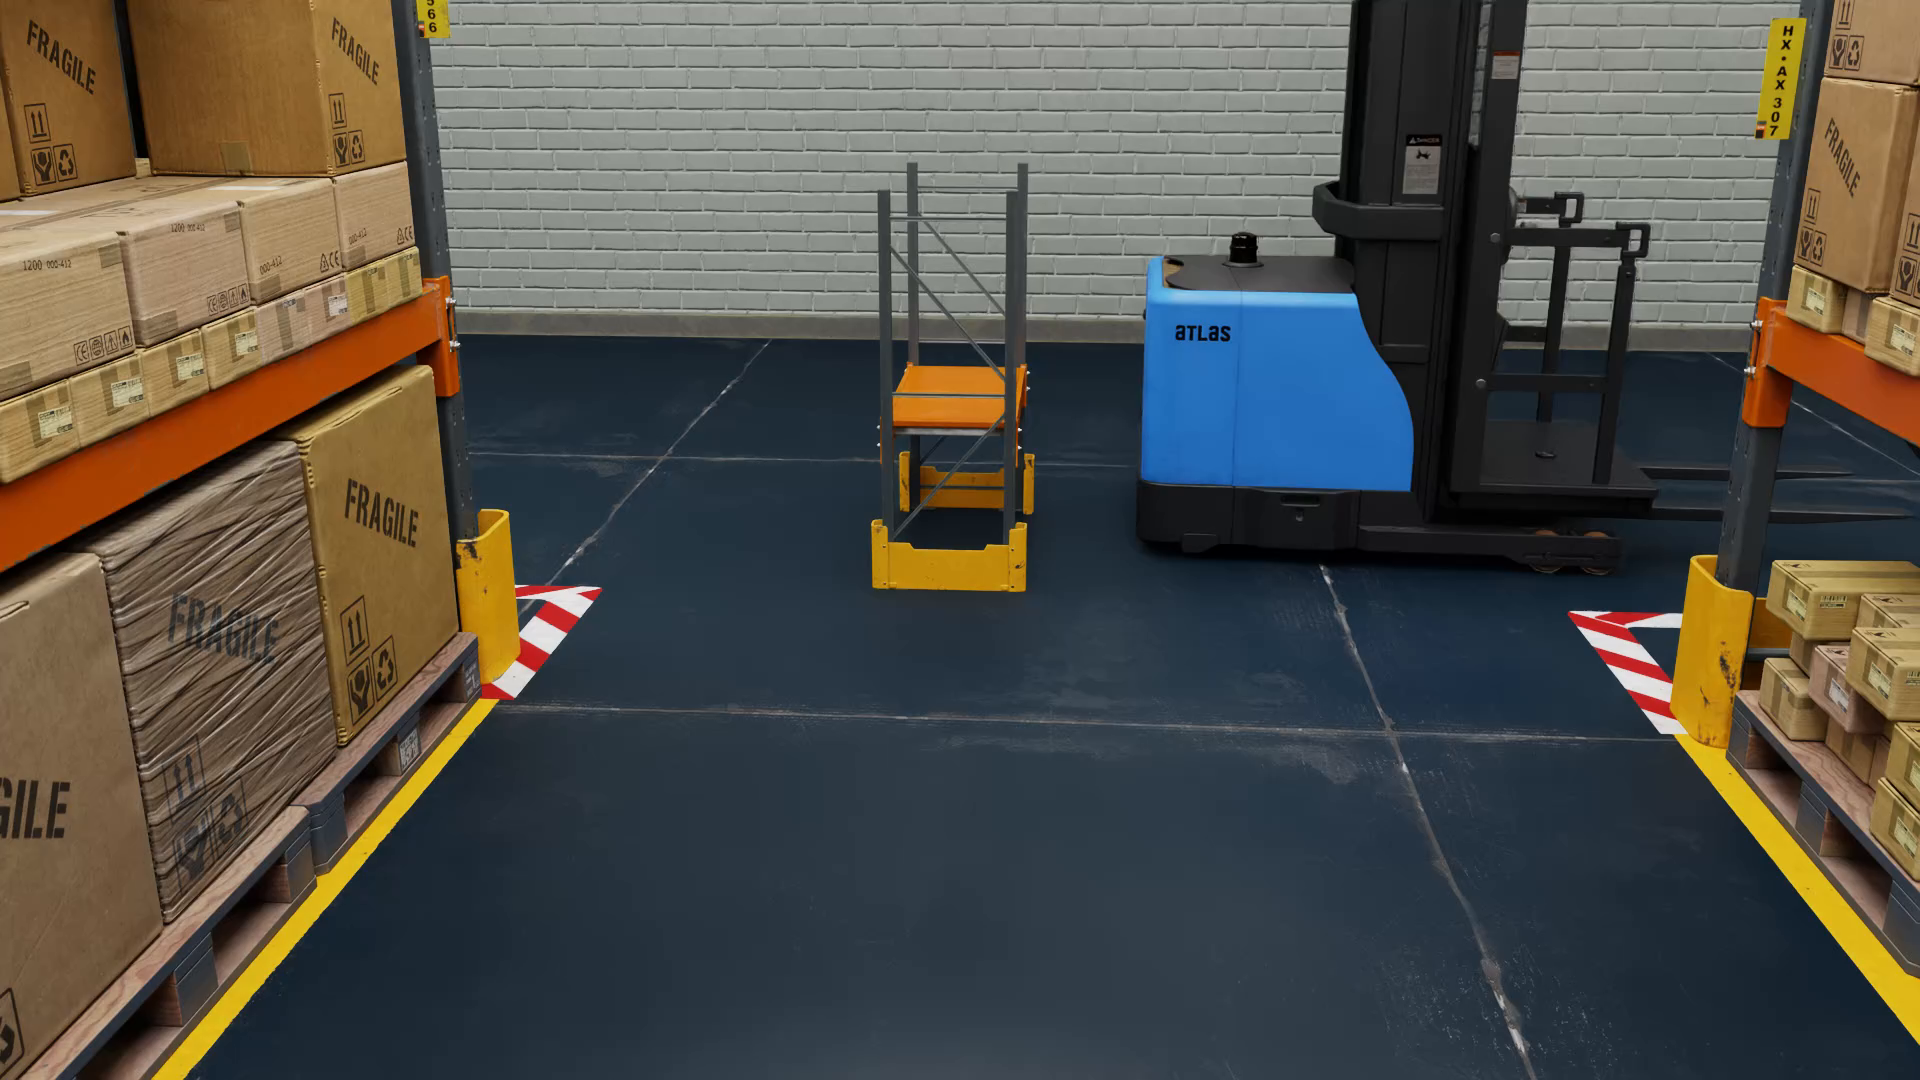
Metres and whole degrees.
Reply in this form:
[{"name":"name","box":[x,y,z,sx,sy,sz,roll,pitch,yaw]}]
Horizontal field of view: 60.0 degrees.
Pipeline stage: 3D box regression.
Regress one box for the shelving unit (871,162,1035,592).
[{"name":"shelving unit","box":[-0.005,-0.689,6.617,0.587,1.500,1.083,1,18,4]}]

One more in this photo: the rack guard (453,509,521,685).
[{"name":"rack guard","box":[-2.105,0.176,5.583,1.175,0.500,0.348,1,18,4]}]

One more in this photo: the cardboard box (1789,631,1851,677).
[{"name":"cardboard box","box":[2.540,0.309,4.590,0.380,0.149,0.250,2,18,6]}]

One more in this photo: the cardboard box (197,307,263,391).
[{"name":"cardboard box","box":[-1.876,-0.450,3.882,0.380,0.149,0.250,1,18,3]}]

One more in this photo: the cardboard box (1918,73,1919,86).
[{"name":"cardboard box","box":[2.507,-1.236,3.633,0.500,0.500,0.500,2,18,6]}]

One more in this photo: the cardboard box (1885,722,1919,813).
[{"name":"cardboard box","box":[2.408,0.548,3.861,0.380,0.149,0.250,2,18,6]}]

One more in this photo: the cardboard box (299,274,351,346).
[{"name":"cardboard box","box":[-1.840,-0.608,4.364,0.380,0.149,0.250,1,18,4]}]

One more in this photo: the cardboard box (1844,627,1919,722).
[{"name":"cardboard box","box":[2.411,0.329,4.050,0.380,0.149,0.250,1,18,4]}]

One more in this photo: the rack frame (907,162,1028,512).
[{"name":"rack frame","box":[0.030,-0.844,7.090,0.500,1.500,0.032,1,18,4]}]

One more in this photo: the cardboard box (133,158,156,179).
[{"name":"cardboard box","box":[-2.410,-0.931,4.711,0.500,0.250,0.500,1,18,2]}]

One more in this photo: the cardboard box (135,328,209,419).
[{"name":"cardboard box","box":[-1.894,-0.369,3.636,0.380,0.149,0.250,1,18,4]}]

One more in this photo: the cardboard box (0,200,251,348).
[{"name":"cardboard box","box":[-1.950,-0.602,3.707,0.500,0.250,0.500,1,18,2]}]

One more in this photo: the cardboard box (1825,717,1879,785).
[{"name":"cardboard box","box":[2.539,0.532,4.387,0.380,0.149,0.250,1,18,4]}]

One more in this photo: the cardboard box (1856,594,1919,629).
[{"name":"cardboard box","box":[2.557,0.254,4.280,0.380,0.149,0.250,2,18,5]}]

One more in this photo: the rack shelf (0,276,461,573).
[{"name":"rack shelf","box":[-2.250,-0.041,3.387,1.077,0.370,4.000,1,18,4]}]

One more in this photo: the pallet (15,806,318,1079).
[{"name":"pallet","box":[-2.176,0.949,3.689,1.003,0.211,1.213,1,18,4]}]

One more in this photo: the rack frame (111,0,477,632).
[{"name":"rack frame","box":[-2.107,-1.004,5.171,1.000,3.000,0.127,1,18,4]}]

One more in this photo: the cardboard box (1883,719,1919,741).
[{"name":"cardboard box","box":[2.534,0.470,4.097,0.380,0.149,0.250,2,18,5]}]

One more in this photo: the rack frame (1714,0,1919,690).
[{"name":"rack frame","box":[2.833,-0.862,4.737,1.000,3.000,0.127,1,18,4]}]

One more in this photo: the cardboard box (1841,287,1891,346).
[{"name":"cardboard box","box":[2.506,-0.570,4.248,0.380,0.149,0.250,2,18,6]}]

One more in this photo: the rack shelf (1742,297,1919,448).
[{"name":"rack shelf","box":[2.690,0.101,2.954,1.077,0.370,4.000,1,18,4]}]

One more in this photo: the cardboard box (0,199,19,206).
[{"name":"cardboard box","box":[-2.481,-0.614,3.742,0.500,0.250,0.500,1,18,2]}]

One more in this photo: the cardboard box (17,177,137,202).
[{"name":"cardboard box","box":[-2.441,-0.770,4.218,0.500,0.250,0.500,1,18,3]}]

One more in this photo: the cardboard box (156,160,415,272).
[{"name":"cardboard box","box":[-1.877,-0.918,4.671,0.500,0.250,0.500,1,18,3]}]

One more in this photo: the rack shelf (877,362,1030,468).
[{"name":"rack shelf","box":[-0.006,-0.515,6.665,0.538,0.185,1.000,1,18,4]}]

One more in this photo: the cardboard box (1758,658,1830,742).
[{"name":"cardboard box","box":[2.476,0.449,4.641,0.380,0.149,0.250,2,18,5]}]

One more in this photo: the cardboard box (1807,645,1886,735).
[{"name":"cardboard box","box":[2.464,0.392,4.335,0.380,0.149,0.250,1,18,4]}]

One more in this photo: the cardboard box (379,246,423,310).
[{"name":"cardboard box","box":[-1.804,-0.767,4.850,0.380,0.149,0.250,2,18,5]}]

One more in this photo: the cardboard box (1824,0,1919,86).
[{"name":"cardboard box","box":[2.536,-1.393,4.112,0.500,0.500,0.500,1,18,4]}]

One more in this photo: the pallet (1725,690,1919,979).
[{"name":"pallet","box":[2.734,0.738,4.332,1.003,0.211,1.213,1,18,4]}]

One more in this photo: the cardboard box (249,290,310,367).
[{"name":"cardboard box","box":[-1.859,-0.530,4.128,0.380,0.149,0.250,2,18,5]}]

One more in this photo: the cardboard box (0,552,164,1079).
[{"name":"cardboard box","box":[-2.202,0.565,3.118,0.875,0.875,0.875,1,18,4]}]

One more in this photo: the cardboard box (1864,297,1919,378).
[{"name":"cardboard box","box":[2.434,-0.487,3.996,0.380,0.149,0.250,1,18,2]}]

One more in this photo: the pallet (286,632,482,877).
[{"name":"pallet","box":[-2.086,0.571,4.842,1.003,0.211,1.213,1,18,4]}]

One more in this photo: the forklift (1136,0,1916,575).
[{"name":"forklift","box":[2.268,-1.431,6.582,3.031,2.935,1.130,2,18,6]}]

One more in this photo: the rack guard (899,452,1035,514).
[{"name":"rack guard","box":[0.030,-0.250,7.284,0.587,0.250,0.087,1,18,4]}]

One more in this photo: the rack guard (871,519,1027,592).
[{"name":"rack guard","box":[-0.041,0.060,6.340,0.587,0.250,0.087,1,18,4]}]

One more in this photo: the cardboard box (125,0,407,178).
[{"name":"cardboard box","box":[-1.879,-1.274,4.551,0.500,0.500,0.500,2,18,5]}]

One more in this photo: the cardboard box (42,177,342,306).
[{"name":"cardboard box","box":[-1.914,-0.760,4.190,0.500,0.250,0.500,1,18,3]}]

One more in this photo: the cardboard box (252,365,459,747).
[{"name":"cardboard box","box":[-2.073,0.006,4.824,0.875,0.875,0.875,1,18,4]}]

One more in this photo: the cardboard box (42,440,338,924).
[{"name":"cardboard box","box":[-2.138,0.289,3.962,0.875,0.875,0.875,1,18,4]}]

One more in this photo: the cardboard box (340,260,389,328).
[{"name":"cardboard box","box":[-1.821,-0.686,4.604,0.380,0.149,0.250,1,18,4]}]

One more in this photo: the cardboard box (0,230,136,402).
[{"name":"cardboard box","box":[-1.983,-0.441,3.213,0.500,0.250,0.500,1,18,4]}]

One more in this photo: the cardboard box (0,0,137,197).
[{"name":"cardboard box","box":[-2.446,-1.132,4.121,0.500,0.500,0.500,1,18,3]}]

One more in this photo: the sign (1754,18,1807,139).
[{"name":"sign","box":[2.292,-1.286,4.639,0.100,0.325,0.005,1,18,4]}]

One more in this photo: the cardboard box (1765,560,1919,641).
[{"name":"cardboard box","box":[2.457,0.165,4.550,0.380,0.149,0.250,0,18,1]}]

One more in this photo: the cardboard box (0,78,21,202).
[{"name":"cardboard box","box":[-2.477,-0.971,3.629,0.500,0.500,0.500,1,18,2]}]

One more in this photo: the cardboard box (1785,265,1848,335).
[{"name":"cardboard box","box":[2.483,-0.650,4.492,0.380,0.149,0.250,1,18,3]}]

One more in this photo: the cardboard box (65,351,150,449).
[{"name":"cardboard box","box":[-1.914,-0.292,3.401,0.380,0.149,0.250,2,18,5]}]

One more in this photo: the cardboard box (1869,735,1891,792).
[{"name":"cardboard box","box":[2.528,0.609,4.151,0.380,0.149,0.250,1,18,5]}]

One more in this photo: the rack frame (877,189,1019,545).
[{"name":"rack frame","box":[-0.043,-0.528,6.127,0.500,1.500,0.032,1,18,4]}]

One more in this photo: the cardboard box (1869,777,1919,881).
[{"name":"cardboard box","box":[2.401,0.686,3.917,0.380,0.149,0.250,2,18,5]}]

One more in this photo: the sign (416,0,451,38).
[{"name":"sign","box":[-1.566,-1.651,4.904,0.100,0.325,0.005,1,18,4]}]

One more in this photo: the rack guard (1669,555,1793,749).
[{"name":"rack guard","box":[2.828,0.349,5.054,1.175,0.500,0.348,1,18,4]}]

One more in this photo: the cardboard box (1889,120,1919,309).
[{"name":"cardboard box","box":[2.513,-0.751,3.760,0.500,0.500,0.500,1,18,4]}]

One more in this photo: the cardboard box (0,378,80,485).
[{"name":"cardboard box","box":[-1.930,-0.211,3.154,0.380,0.149,0.250,1,18,2]}]

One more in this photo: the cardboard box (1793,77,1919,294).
[{"name":"cardboard box","box":[2.526,-0.918,4.269,0.500,0.500,0.500,2,18,7]}]
